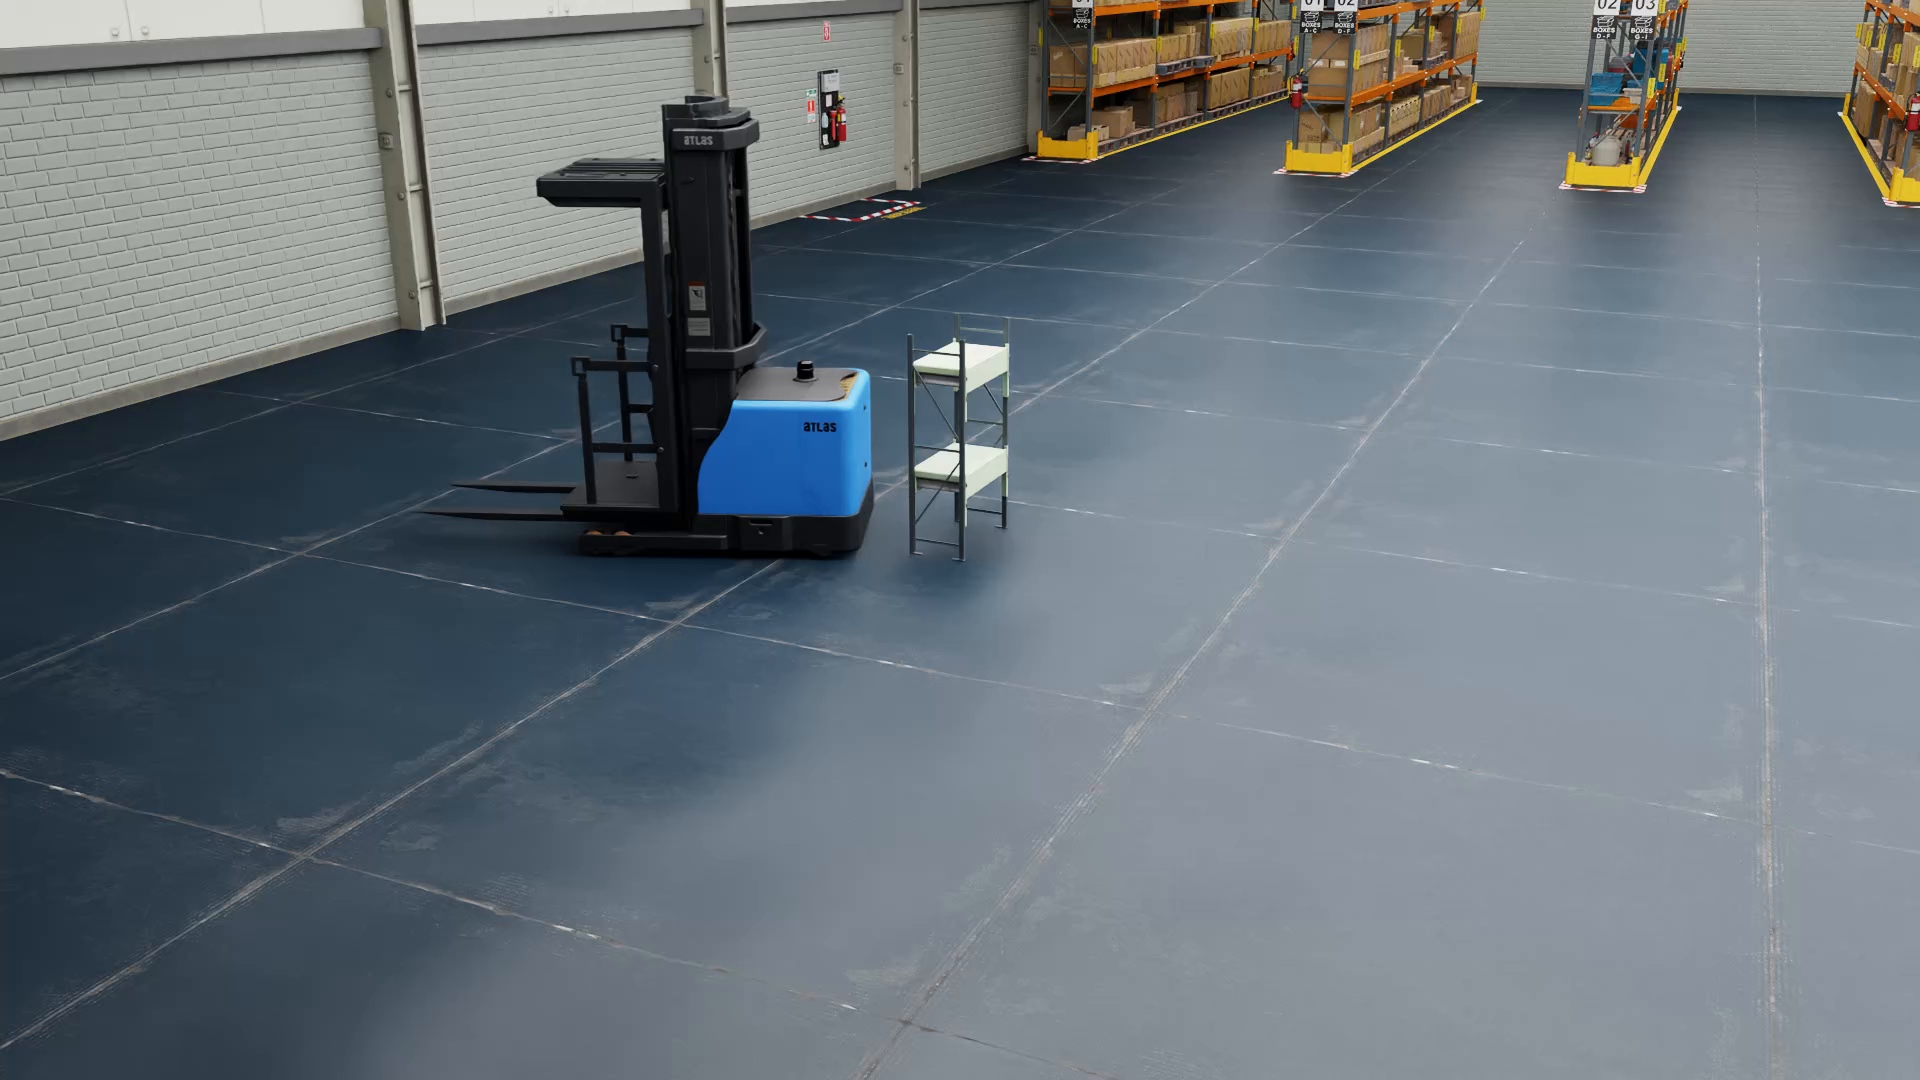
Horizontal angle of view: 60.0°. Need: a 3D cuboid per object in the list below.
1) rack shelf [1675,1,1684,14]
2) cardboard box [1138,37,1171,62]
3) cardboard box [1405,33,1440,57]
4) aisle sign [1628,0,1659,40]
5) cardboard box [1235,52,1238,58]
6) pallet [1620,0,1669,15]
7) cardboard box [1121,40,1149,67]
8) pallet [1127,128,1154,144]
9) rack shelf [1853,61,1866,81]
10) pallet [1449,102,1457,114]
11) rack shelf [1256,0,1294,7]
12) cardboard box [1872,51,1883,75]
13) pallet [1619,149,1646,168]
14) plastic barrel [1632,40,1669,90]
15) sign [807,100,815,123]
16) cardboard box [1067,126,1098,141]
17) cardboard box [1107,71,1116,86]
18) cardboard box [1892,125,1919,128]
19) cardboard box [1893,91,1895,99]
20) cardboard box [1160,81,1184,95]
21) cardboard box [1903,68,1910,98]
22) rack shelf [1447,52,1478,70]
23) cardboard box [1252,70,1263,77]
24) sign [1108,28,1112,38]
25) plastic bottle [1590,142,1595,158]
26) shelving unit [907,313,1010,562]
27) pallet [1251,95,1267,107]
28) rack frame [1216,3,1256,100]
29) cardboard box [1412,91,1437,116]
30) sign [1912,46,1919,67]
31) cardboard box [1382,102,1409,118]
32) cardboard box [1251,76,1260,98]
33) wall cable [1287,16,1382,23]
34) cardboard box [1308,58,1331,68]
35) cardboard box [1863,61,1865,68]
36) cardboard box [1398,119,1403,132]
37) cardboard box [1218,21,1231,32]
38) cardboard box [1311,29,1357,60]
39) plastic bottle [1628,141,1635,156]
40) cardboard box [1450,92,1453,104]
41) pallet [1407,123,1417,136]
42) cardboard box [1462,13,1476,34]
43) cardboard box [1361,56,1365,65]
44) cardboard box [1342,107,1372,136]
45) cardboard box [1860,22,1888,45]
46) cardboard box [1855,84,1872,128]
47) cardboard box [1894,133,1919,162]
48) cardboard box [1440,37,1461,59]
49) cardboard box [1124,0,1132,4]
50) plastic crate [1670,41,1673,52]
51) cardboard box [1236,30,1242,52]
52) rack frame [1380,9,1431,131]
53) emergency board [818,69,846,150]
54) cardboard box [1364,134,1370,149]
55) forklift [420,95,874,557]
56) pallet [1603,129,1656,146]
[{"bbox_3d":[15.200,-11.670,36.405,1.077,0.370,4.000,9,21,23],"label":"rack shelf"},{"bbox_3d":[4.180,-10.696,36.263,0.700,0.500,0.500,11,22,28],"label":"cardboard box"},{"bbox_3d":[10.568,-11.372,38.192,0.700,0.500,0.500,13,23,33],"label":"cardboard box"},{"bbox_3d":[11.343,-8.702,27.581,0.394,0.787,0.004,9,21,23],"label":"aisle sign"},{"bbox_3d":[6.657,-12.008,41.102,0.380,0.149,0.250,9,21,23],"label":"cardboard box"},{"bbox_3d":[11.534,-9.103,28.394,1.003,0.211,1.213,9,21,23],"label":"pallet"},{"bbox_3d":[3.595,-10.073,34.391,0.500,0.500,0.500,8,21,22],"label":"cardboard box"},{"bbox_3d":[3.462,-8.597,35.328,1.003,0.211,1.213,9,21,23],"label":"pallet"},{"bbox_3d":[21.357,-10.800,38.435,1.077,0.370,4.000,9,21,23],"label":"rack shelf"},{"bbox_3d":[11.784,-10.784,41.478,1.003,0.211,1.213,9,21,23],"label":"pallet"},{"bbox_3d":[7.800,-14.253,43.666,1.077,0.370,4.000,9,21,23],"label":"rack shelf"},{"bbox_3d":[19.505,-10.003,34.971,0.500,0.500,0.500,9,21,24],"label":"cardboard box"},{"bbox_3d":[12.430,-7.248,31.536,1.003,0.211,1.213,9,21,23],"label":"pallet"},{"bbox_3d":[13.178,-9.075,31.761,0.600,0.901,0.708,9,21,23],"label":"plastic barrel"},{"bbox_3d":[-2.260,-6.509,25.241,0.001,0.329,0.234,9,21,23],"label":"sign"},{"bbox_3d":[2.433,-8.038,32.950,0.500,0.311,0.500,6,20,17],"label":"cardboard box"},{"bbox_3d":[2.756,-9.104,32.784,0.500,0.250,0.500,8,21,21],"label":"cardboard box"},{"bbox_3d":[17.746,-7.440,30.986,0.700,0.500,0.500,8,21,22],"label":"cardboard box"},{"bbox_3d":[16.900,-7.939,29.692,0.380,0.149,0.250,9,21,23],"label":"cardboard box"},{"bbox_3d":[4.805,-10.334,38.005,0.500,0.250,0.500,9,21,24],"label":"cardboard box"},{"bbox_3d":[16.429,-7.679,27.990,0.875,0.500,0.500,9,21,23],"label":"cardboard box"},{"bbox_3d":[12.321,-12.161,42.260,1.077,0.370,4.000,9,21,23],"label":"rack shelf"},{"bbox_3d":[7.688,-12.187,43.396,0.380,0.149,0.250,9,22,25],"label":"cardboard box"},{"bbox_3d":[3.197,-10.742,35.469,0.100,0.325,0.005,9,21,23],"label":"sign"},{"bbox_3d":[11.586,-7.158,30.528,0.152,0.276,0.135,9,21,23],"label":"plastic bottle"},{"bbox_3d":[-0.003,-0.705,11.212,0.431,1.500,0.755,9,21,23],"label":"shelving unit"},{"bbox_3d":[7.364,-11.475,43.419,1.003,0.211,1.213,9,21,23],"label":"pallet"},{"bbox_3d":[6.981,-12.567,42.328,1.000,3.000,0.127,9,21,23],"label":"rack frame"},{"bbox_3d":[10.730,-10.108,38.490,0.500,0.500,0.500,8,21,22],"label":"cardboard box"},{"bbox_3d":[15.126,-7.636,26.265,0.100,0.325,0.005,9,21,23],"label":"sign"},{"bbox_3d":[9.251,-9.172,35.421,0.500,0.311,0.500,9,22,24],"label":"cardboard box"},{"bbox_3d":[7.381,-11.801,43.280,0.700,0.500,0.500,9,21,23],"label":"cardboard box"},{"bbox_3d":[11.261,-16.833,50.006,3.097,2.526,0.112,9,21,23],"label":"wall cable"},{"bbox_3d":[6.571,-8.716,30.382,0.380,0.149,0.250,8,21,22],"label":"cardboard box"},{"bbox_3d":[20.575,-10.705,37.468,0.380,0.149,0.250,8,21,22],"label":"cardboard box"},{"bbox_3d":[9.037,-8.749,35.071,0.500,0.250,0.500,8,21,21],"label":"cardboard box"},{"bbox_3d":[6.185,-12.315,39.879,0.500,0.250,0.500,9,21,23],"label":"cardboard box"},{"bbox_3d":[6.813,-9.035,30.313,0.700,0.500,0.500,9,21,23],"label":"cardboard box"},{"bbox_3d":[12.462,-7.243,30.767,0.152,0.276,0.135,9,21,24],"label":"plastic bottle"},{"bbox_3d":[11.871,-10.927,41.075,0.500,0.311,0.500,9,21,23],"label":"cardboard box"},{"bbox_3d":[9.491,-9.105,36.757,1.003,0.211,1.213,9,21,23],"label":"pallet"},{"bbox_3d":[12.794,-13.142,42.304,0.500,0.500,0.500,9,22,24],"label":"cardboard box"},{"bbox_3d":[7.366,-8.979,31.122,0.380,0.149,0.250,8,21,21],"label":"cardboard box"},{"bbox_3d":[7.627,-8.067,32.034,0.500,0.500,0.500,9,21,23],"label":"cardboard box"},{"bbox_3d":[21.528,-11.911,39.145,0.500,0.500,0.500,8,21,21],"label":"cardboard box"},{"bbox_3d":[19.929,-9.253,35.555,1.225,0.875,0.875,8,21,21],"label":"cardboard box"},{"bbox_3d":[17.062,-6.986,29.739,0.500,0.500,0.500,8,21,21],"label":"cardboard box"},{"bbox_3d":[11.959,-12.054,40.737,0.500,0.500,0.500,9,22,24],"label":"cardboard box"},{"bbox_3d":[3.094,-10.921,33.046,0.500,0.500,0.500,10,22,26],"label":"cardboard box"},{"bbox_3d":[16.614,-11.504,39.156,0.402,0.464,0.583,9,21,23],"label":"plastic crate"},{"bbox_3d":[6.609,-12.278,40.894,0.500,0.500,0.500,9,21,23],"label":"cardboard box"},{"bbox_3d":[9.864,-10.665,36.982,1.000,3.000,0.127,9,21,23],"label":"rack frame"},{"bbox_3d":[-1.939,-6.647,25.682,0.194,1.169,0.643,9,21,23],"label":"emergency board"},{"bbox_3d":[7.626,-7.714,32.160,0.500,0.250,0.500,9,21,23],"label":"cardboard box"},{"bbox_3d":[-2.156,-1.445,11.157,3.031,2.935,1.130,1,20,3],"label":"forklift"},{"bbox_3d":[14.029,-8.439,34.884,1.003,0.211,1.213,9,21,23],"label":"pallet"}]
